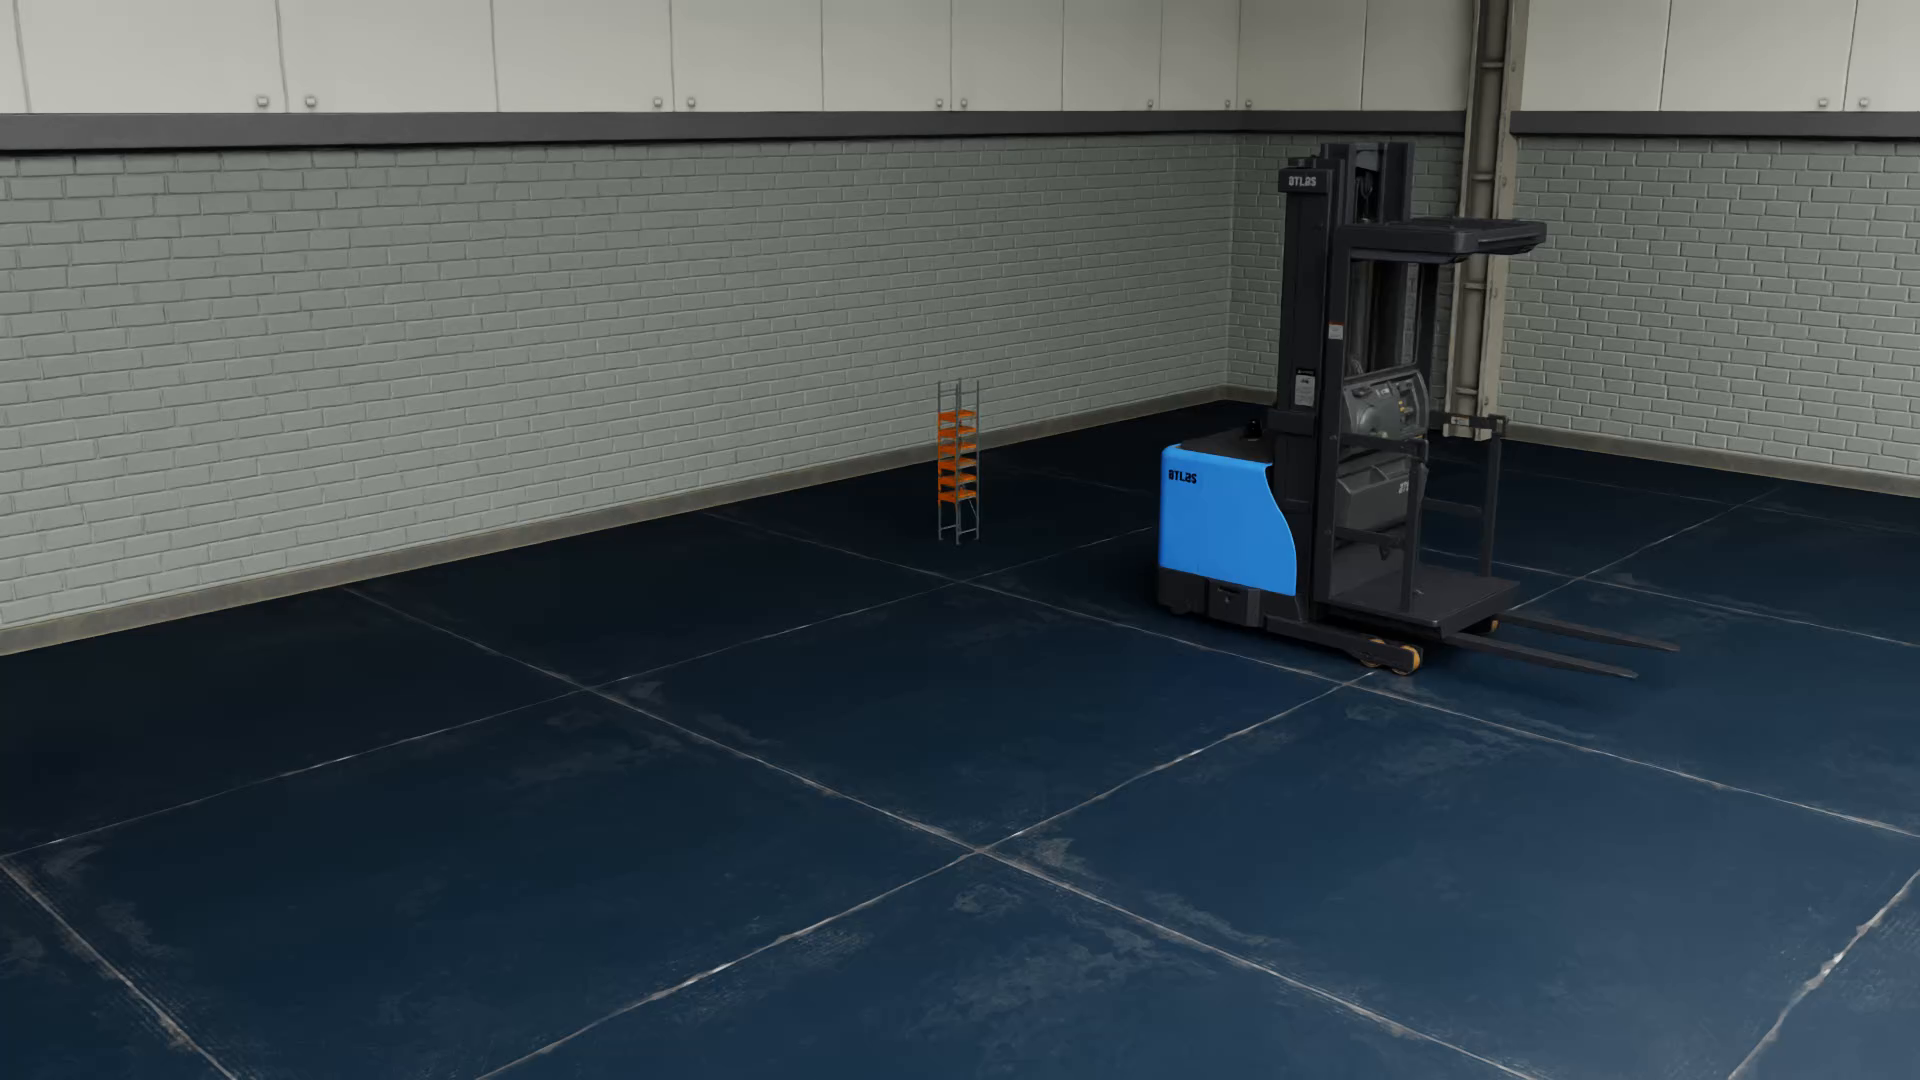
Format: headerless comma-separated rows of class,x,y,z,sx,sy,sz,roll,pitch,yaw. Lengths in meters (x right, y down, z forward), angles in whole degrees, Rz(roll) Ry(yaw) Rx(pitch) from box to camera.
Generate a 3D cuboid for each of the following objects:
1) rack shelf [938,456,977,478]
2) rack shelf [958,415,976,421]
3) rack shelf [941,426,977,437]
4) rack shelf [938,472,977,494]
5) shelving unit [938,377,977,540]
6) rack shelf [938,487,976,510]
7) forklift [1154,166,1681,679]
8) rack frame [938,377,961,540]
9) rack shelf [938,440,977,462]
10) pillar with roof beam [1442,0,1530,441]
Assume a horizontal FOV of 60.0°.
rack shelf,-0.010,-0.540,12.302,0.180,0.103,0.258,14,20,42
rack shelf,-0.010,-0.908,12.206,0.166,0.020,0.199,14,20,42
rack shelf,-0.010,-0.799,12.234,0.171,0.034,0.221,14,20,42
rack shelf,-0.010,-0.424,12.332,0.180,0.103,0.258,14,20,42
shelving unit,-0.012,-0.584,12.292,0.184,1.200,0.258,14,20,42
rack shelf,-0.010,-0.308,12.362,0.180,0.103,0.258,14,20,42
forklift,2.670,-0.733,9.699,3.031,2.797,1.129,13,20,41
rack frame,-0.076,-0.599,12.352,0.006,1.200,0.240,14,20,42
rack shelf,-0.010,-0.656,12.271,0.180,0.103,0.258,14,20,42
pillar with roof beam,2.004,-4.593,12.211,0.400,9.000,9.100,14,20,42
